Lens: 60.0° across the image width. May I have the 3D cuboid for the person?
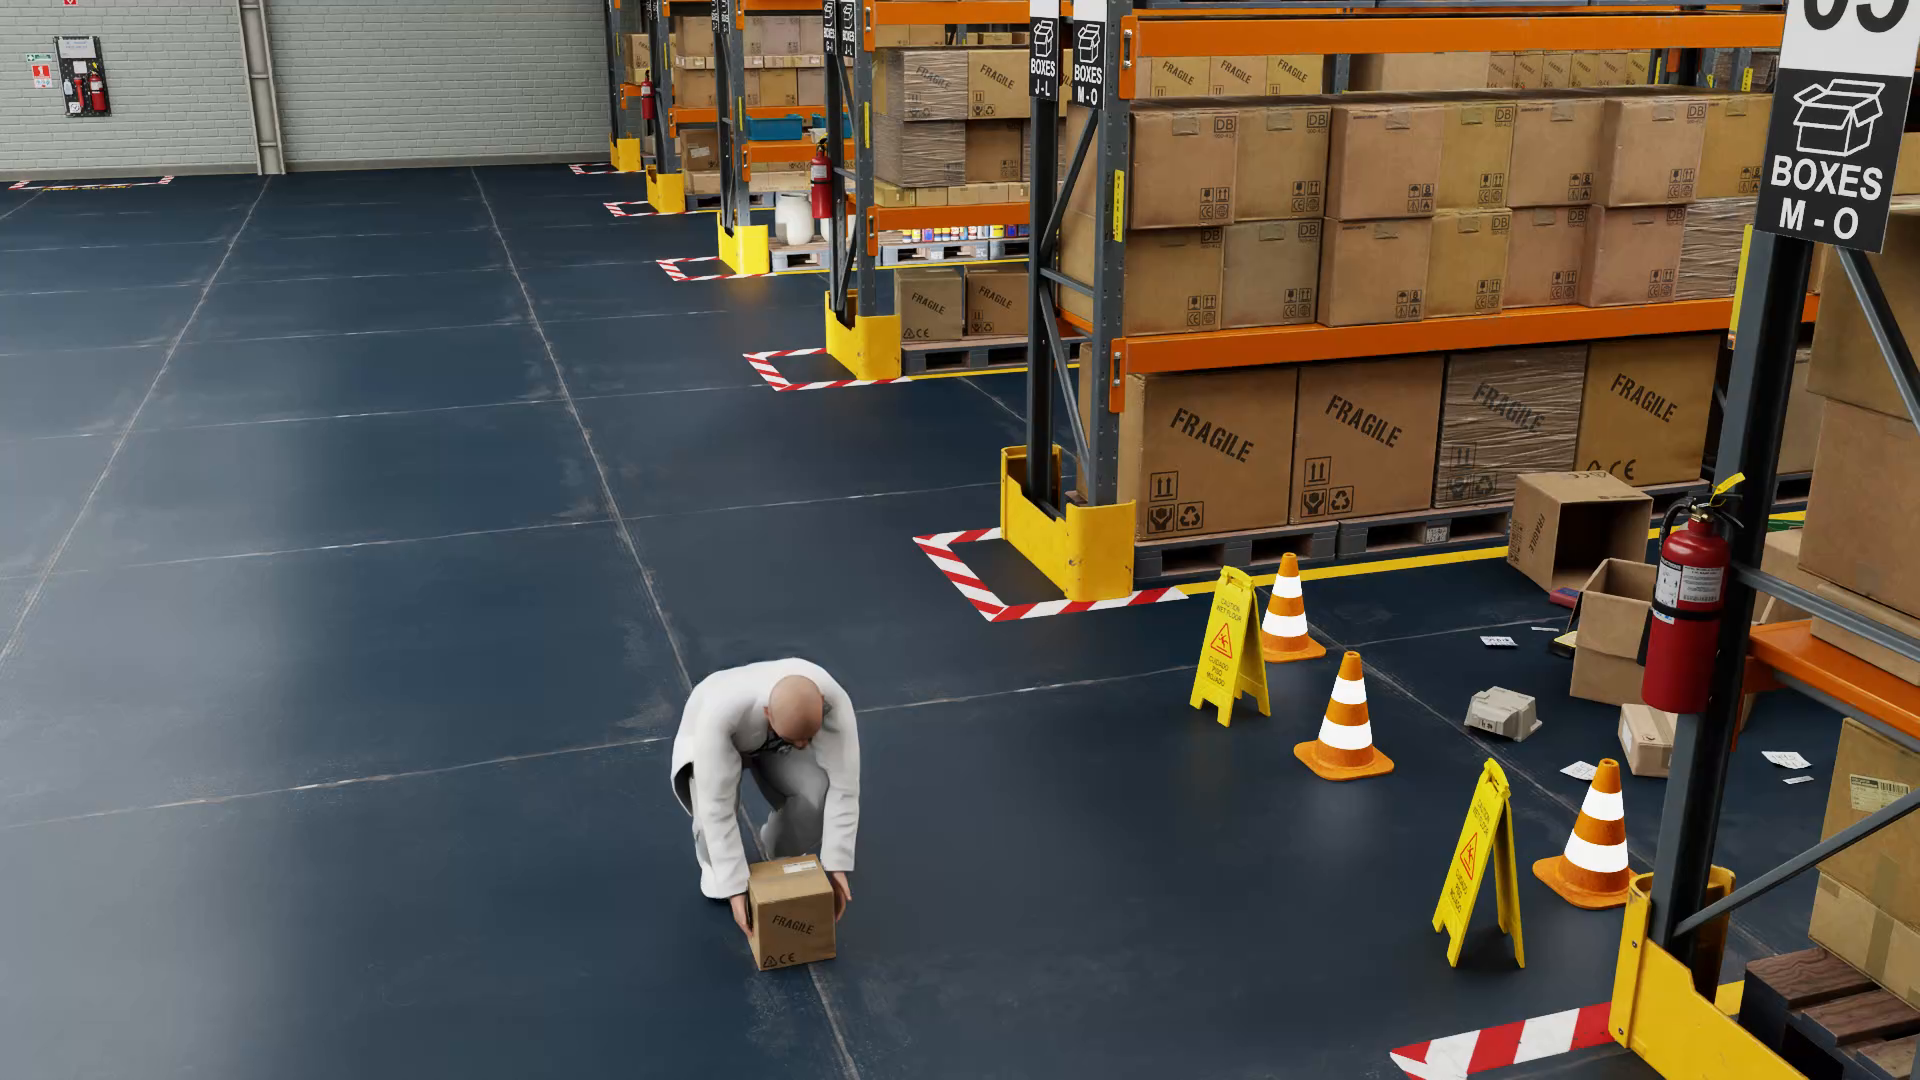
[{"bbox_3d":[-0.666,0.778,5.628,0.611,0.932,0.895,-6,20,-17],"label":"person"}]
